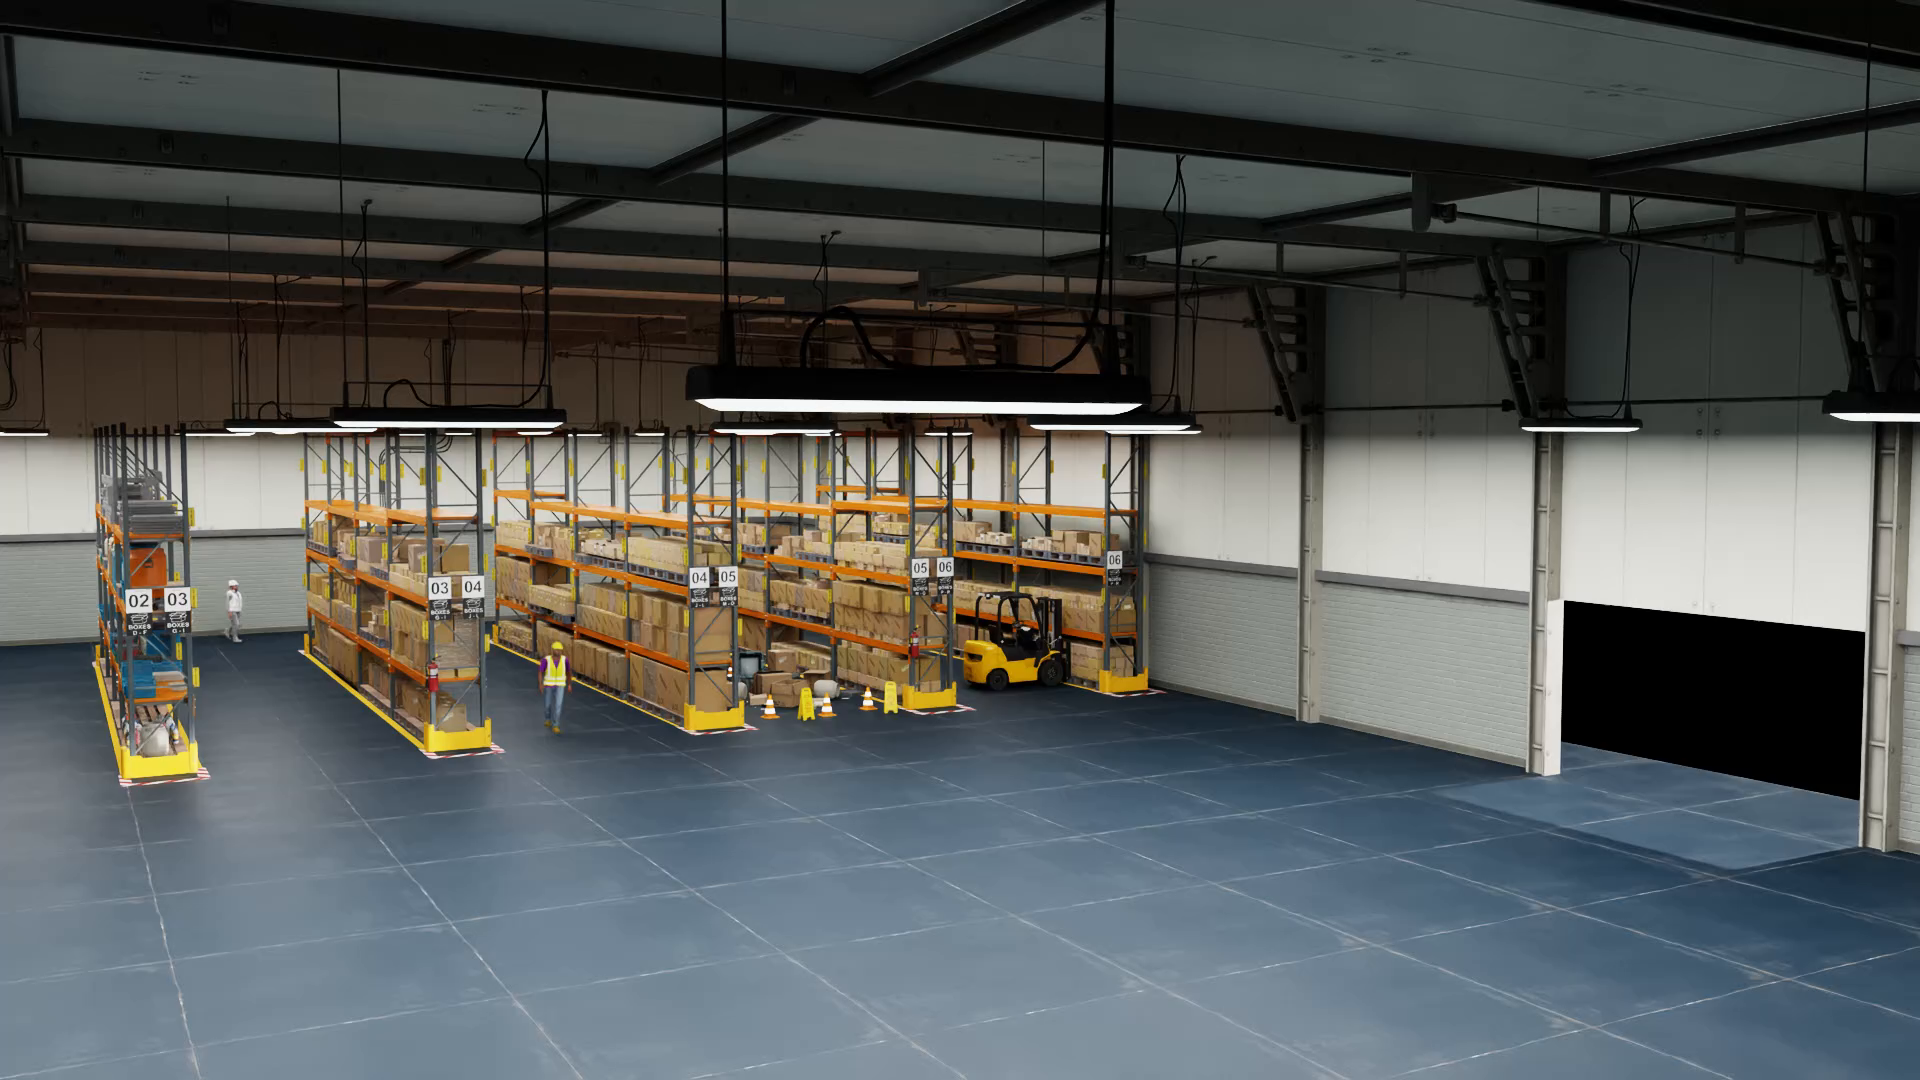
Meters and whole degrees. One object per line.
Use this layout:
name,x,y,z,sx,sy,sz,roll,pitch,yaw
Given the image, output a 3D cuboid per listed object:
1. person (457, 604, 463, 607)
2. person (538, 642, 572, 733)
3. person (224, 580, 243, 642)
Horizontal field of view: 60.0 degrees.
person,-14.097,2.034,46.481,0.511,1.725,0.930,-1,4,-10
person,-7.956,2.878,32.714,0.677,1.738,0.846,-2,4,-24
person,-20.484,1.995,46.816,0.677,1.759,0.548,1,4,12
